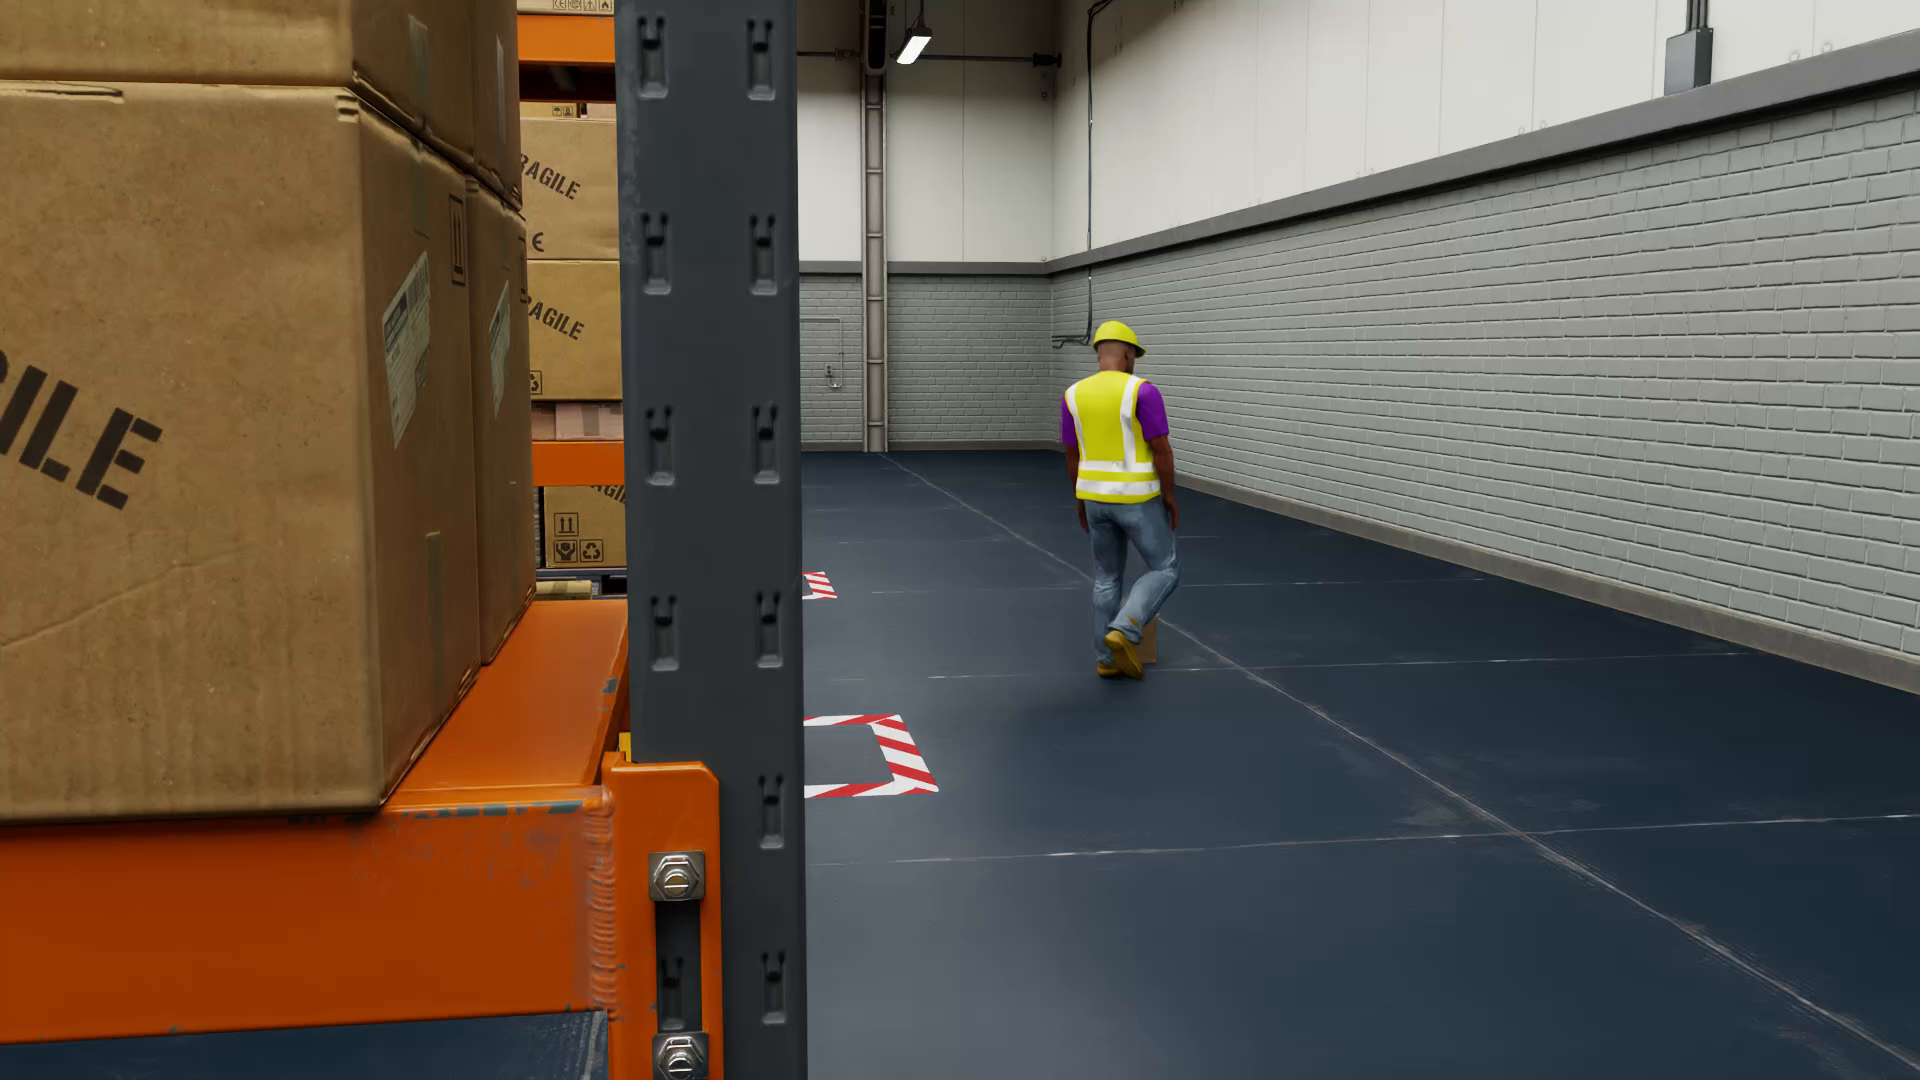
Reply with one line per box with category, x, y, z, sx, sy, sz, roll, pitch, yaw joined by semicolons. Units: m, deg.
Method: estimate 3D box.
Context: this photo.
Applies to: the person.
person;0.782;-0.192;8.165;0.597;1.761;0.581;5;8;36
